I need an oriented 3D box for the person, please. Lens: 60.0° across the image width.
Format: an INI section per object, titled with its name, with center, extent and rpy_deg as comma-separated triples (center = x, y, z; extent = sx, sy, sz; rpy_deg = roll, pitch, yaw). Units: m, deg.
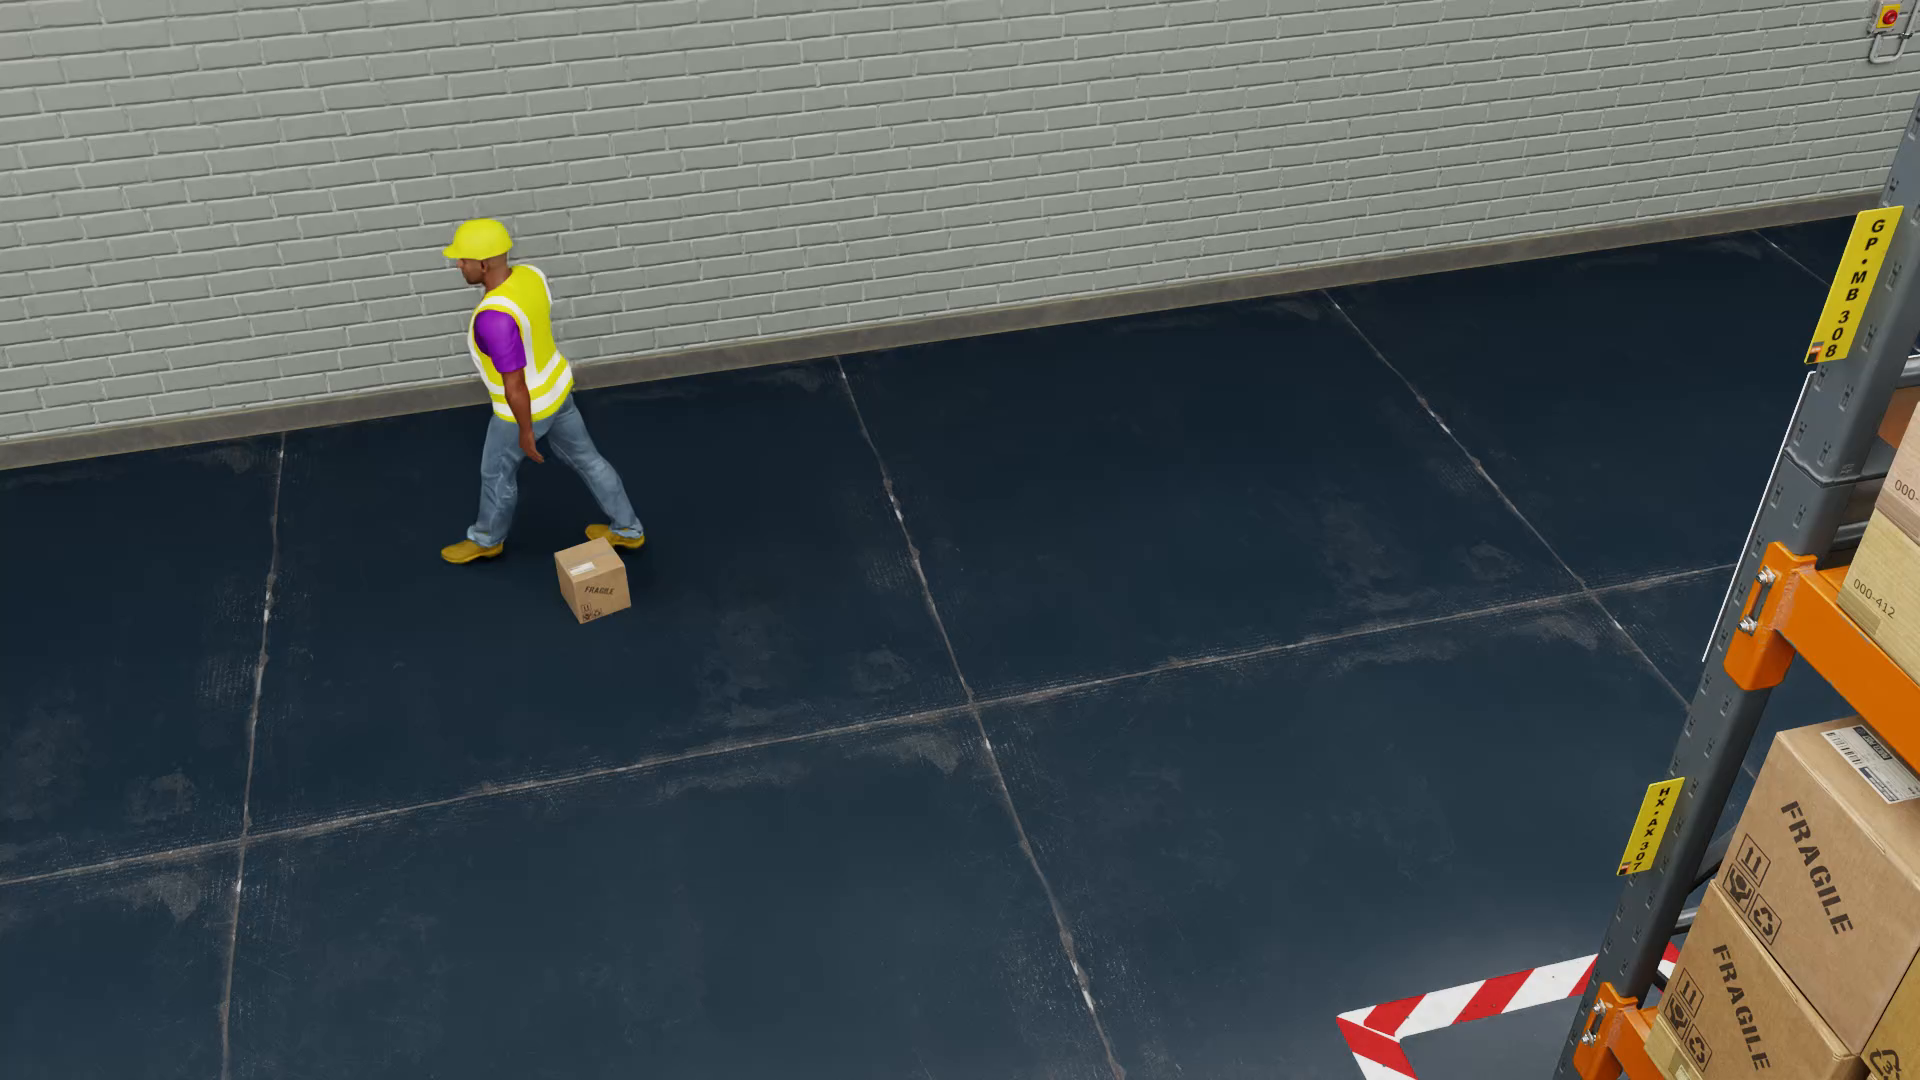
[person]
center = -1.989, -0.649, 7.525
extent = 0.966, 1.738, 0.595
rpy_deg = 7, 39, 9
